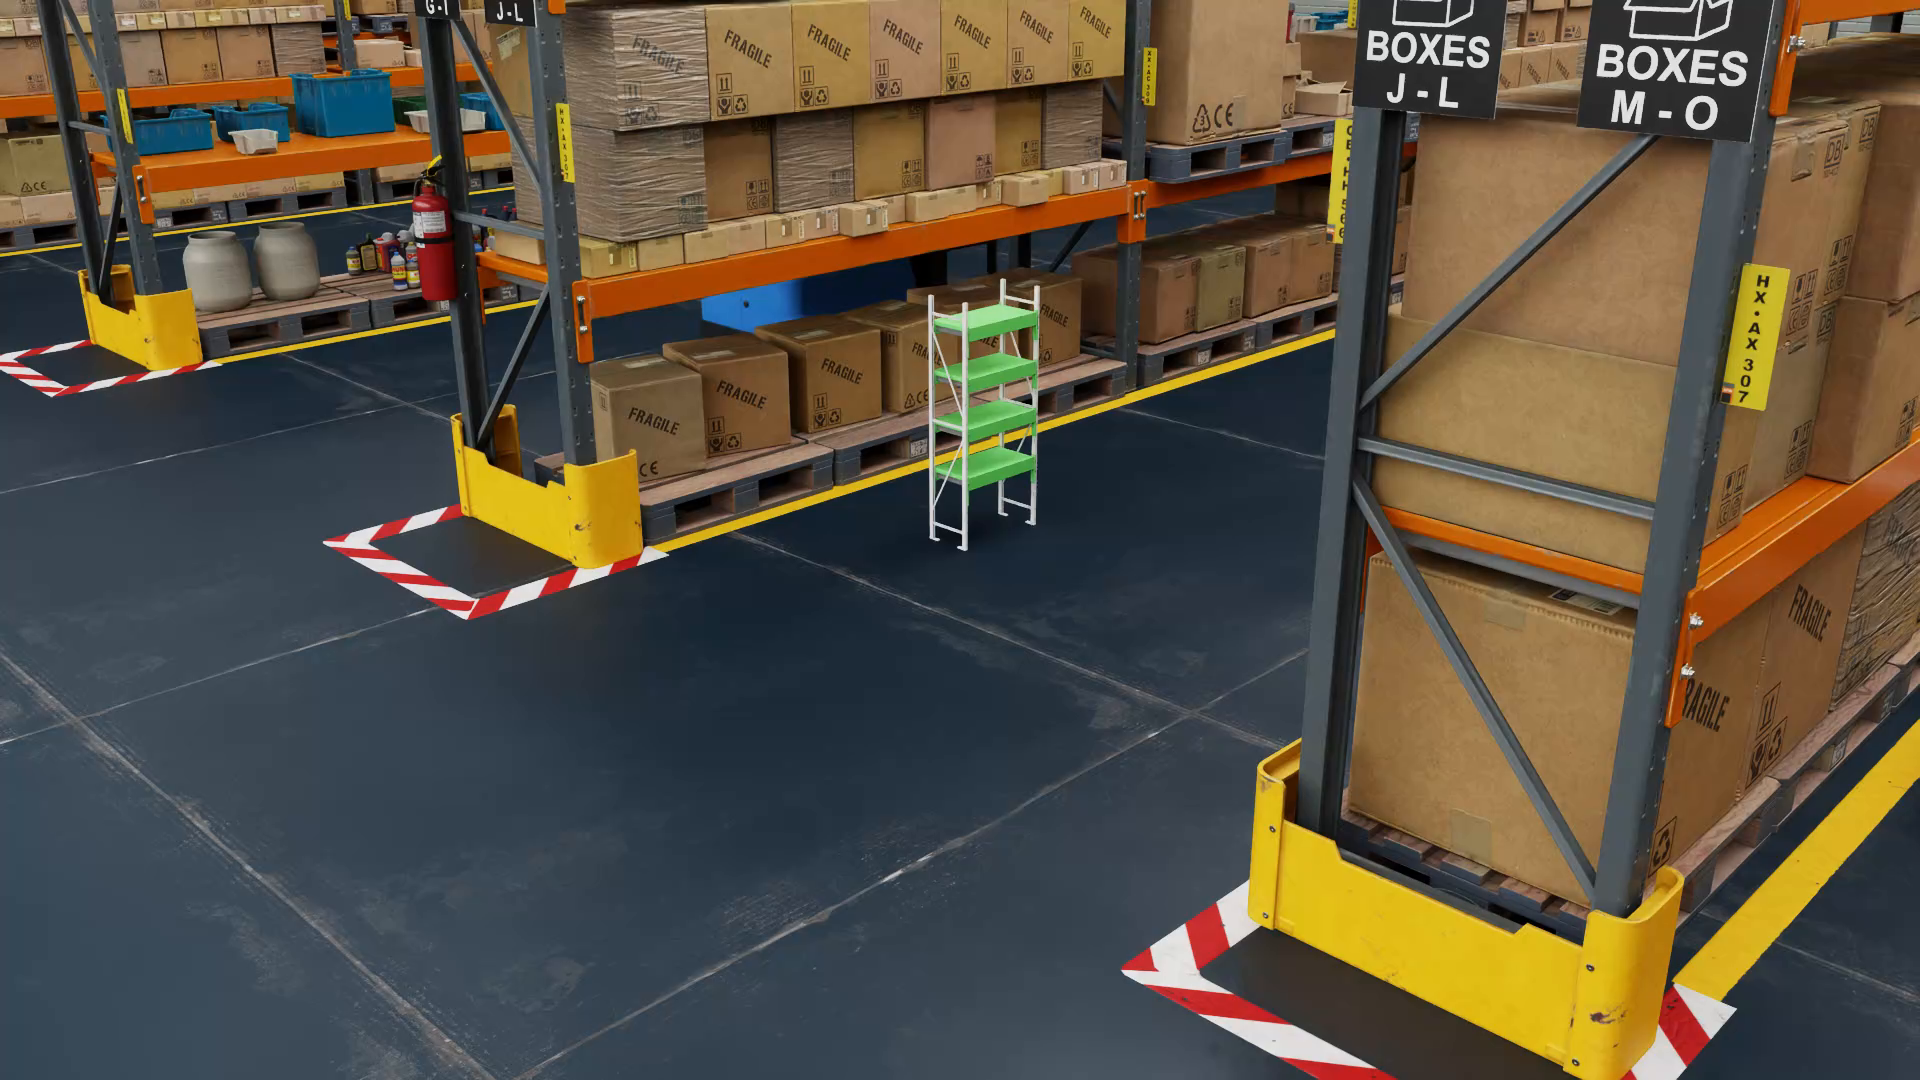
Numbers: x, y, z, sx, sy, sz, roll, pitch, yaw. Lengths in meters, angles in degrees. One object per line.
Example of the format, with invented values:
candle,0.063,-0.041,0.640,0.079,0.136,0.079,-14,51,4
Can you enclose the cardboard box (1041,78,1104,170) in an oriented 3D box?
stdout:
cardboard box,0.358,-2.540,9.947,0.875,0.500,0.500,19,28,41

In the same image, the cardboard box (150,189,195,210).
cardboard box,-7.588,-3.286,15.691,0.500,0.250,0.500,19,28,41

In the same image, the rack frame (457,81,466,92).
rack frame,-7.140,-7.202,22.631,1.000,3.000,0.127,19,28,41

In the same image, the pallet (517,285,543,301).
pallet,-3.331,-2.230,13.583,1.003,0.211,1.213,19,28,41

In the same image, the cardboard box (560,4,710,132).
cardboard box,-1.495,-2.152,7.544,0.500,0.500,0.500,19,28,41

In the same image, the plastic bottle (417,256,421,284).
plastic bottle,-3.964,-2.045,12.387,0.133,0.283,0.061,-20,28,-41

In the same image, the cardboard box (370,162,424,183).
cardboard box,-5.920,-3.889,17.259,0.500,0.250,0.500,18,28,39

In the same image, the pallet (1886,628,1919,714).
pallet,3.613,0.290,7.025,1.003,0.211,1.213,19,28,41

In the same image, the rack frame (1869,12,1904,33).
rack frame,4.199,-1.187,6.982,1.000,3.000,0.127,19,28,41

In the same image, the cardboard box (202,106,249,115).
cardboard box,-7.270,-4.026,16.570,0.500,0.500,0.500,19,28,41

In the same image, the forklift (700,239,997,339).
forklift,-0.313,-2.794,11.259,3.031,2.935,1.130,-19,28,-40

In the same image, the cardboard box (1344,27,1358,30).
cardboard box,3.159,-3.576,12.474,0.500,0.500,0.500,15,26,34

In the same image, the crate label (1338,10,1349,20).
crate label,5.131,-6.747,21.598,0.416,0.233,0.303,19,28,41

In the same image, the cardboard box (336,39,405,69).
cardboard box,-6.067,-5.002,17.117,0.500,0.250,0.500,-18,27,-39

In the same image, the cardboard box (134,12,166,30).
cardboard box,-7.485,-4.766,15.249,0.250,0.149,0.380,-19,28,-40

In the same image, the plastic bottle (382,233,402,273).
plastic bottle,-4.384,-2.216,12.833,0.061,0.283,0.133,19,28,41

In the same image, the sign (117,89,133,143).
sign,-5.232,-2.656,10.419,0.100,0.325,0.005,19,28,41

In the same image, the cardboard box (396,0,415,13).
cardboard box,-7.461,-7.330,22.213,0.700,0.500,0.500,15,26,35

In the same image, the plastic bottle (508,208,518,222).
plastic bottle,-3.590,-2.523,13.537,0.144,0.351,0.185,19,28,41

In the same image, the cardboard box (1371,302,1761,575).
cardboard box,1.635,-0.336,4.558,0.875,0.550,0.550,19,28,41

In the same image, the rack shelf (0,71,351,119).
rack shelf,-7.774,-4.085,15.524,1.077,0.370,4.000,19,28,41

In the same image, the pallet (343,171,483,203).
pallet,-5.893,-3.832,17.751,1.003,0.211,1.213,19,28,41

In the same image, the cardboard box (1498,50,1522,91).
cardboard box,4.041,-3.586,13.084,0.500,0.500,0.500,-19,28,-40

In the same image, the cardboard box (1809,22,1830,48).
cardboard box,8.939,-5.417,17.781,0.500,0.250,0.500,19,28,40

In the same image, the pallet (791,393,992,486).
pallet,-0.578,-0.656,9.488,1.003,0.211,1.213,19,28,41

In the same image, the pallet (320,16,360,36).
pallet,-8.492,-6.593,21.315,1.003,0.211,1.213,19,28,41

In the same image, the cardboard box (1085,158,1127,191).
cardboard box,0.777,-2.208,9.989,0.380,0.149,0.250,19,28,41

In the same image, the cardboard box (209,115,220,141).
cardboard box,-7.249,-3.768,15.900,0.500,0.500,0.500,19,28,41

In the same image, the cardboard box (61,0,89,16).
cardboard box,-8.084,-4.955,14.839,0.700,0.500,0.500,19,28,41

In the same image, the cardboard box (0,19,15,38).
cardboard box,-8.384,-4.435,14.389,0.380,0.149,0.250,19,28,41

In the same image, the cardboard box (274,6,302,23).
cardboard box,-6.589,-5.098,16.113,0.380,0.149,0.250,19,28,40

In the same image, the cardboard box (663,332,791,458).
cardboard box,-1.234,-0.774,8.806,0.500,0.500,0.500,-12,24,-28

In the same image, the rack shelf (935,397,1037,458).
rack shelf,0.115,-0.543,7.993,0.258,0.148,0.480,19,28,41

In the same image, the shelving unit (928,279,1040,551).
shelving unit,0.115,-0.603,7.970,0.258,1.200,0.503,19,28,41

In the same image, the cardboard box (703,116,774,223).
cardboard box,-1.408,-1.905,8.295,0.875,0.500,0.500,19,28,41

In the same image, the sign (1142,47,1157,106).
sign,1.110,-2.725,9.776,0.100,0.325,0.005,19,28,41

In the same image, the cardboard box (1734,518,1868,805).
cardboard box,2.447,0.219,5.699,0.875,0.875,0.875,19,28,40

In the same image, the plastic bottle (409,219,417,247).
plastic bottle,-4.251,-2.354,13.096,0.185,0.351,0.144,-19,28,-40

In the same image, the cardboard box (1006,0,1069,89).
cardboard box,0.252,-2.793,9.213,0.500,0.500,0.500,19,28,41

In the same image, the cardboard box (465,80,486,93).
cardboard box,-6.533,-6.551,23.347,0.750,0.750,0.750,19,28,40

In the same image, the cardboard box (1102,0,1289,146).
cardboard box,1.371,-3.100,10.536,1.000,1.000,1.000,19,28,41

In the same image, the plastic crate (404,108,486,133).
plastic crate,-3.784,-3.090,12.301,0.530,0.136,0.437,19,28,41

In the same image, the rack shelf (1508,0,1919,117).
rack shelf,2.804,-1.737,5.235,1.077,0.370,4.000,19,28,41

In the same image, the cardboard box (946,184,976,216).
cardboard box,-0.131,-1.899,9.185,0.380,0.149,0.250,19,28,41

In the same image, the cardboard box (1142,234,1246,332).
cardboard box,1.506,-1.763,11.352,0.700,0.500,0.500,19,28,40

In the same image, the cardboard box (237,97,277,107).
cardboard box,-9.105,-5.551,21.206,0.700,0.500,0.500,19,28,40

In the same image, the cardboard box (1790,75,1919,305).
cardboard box,2.501,-1.093,5.023,0.875,0.550,0.550,19,28,41

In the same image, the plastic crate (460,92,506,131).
plastic crate,-3.410,-3.272,12.614,0.499,0.251,0.616,19,28,41

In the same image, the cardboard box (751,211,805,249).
cardboard box,-0.992,-1.574,8.340,0.380,0.149,0.250,19,28,41

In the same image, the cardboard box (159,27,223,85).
cardboard box,-7.400,-4.601,15.724,0.500,0.500,0.700,-20,28,-41
